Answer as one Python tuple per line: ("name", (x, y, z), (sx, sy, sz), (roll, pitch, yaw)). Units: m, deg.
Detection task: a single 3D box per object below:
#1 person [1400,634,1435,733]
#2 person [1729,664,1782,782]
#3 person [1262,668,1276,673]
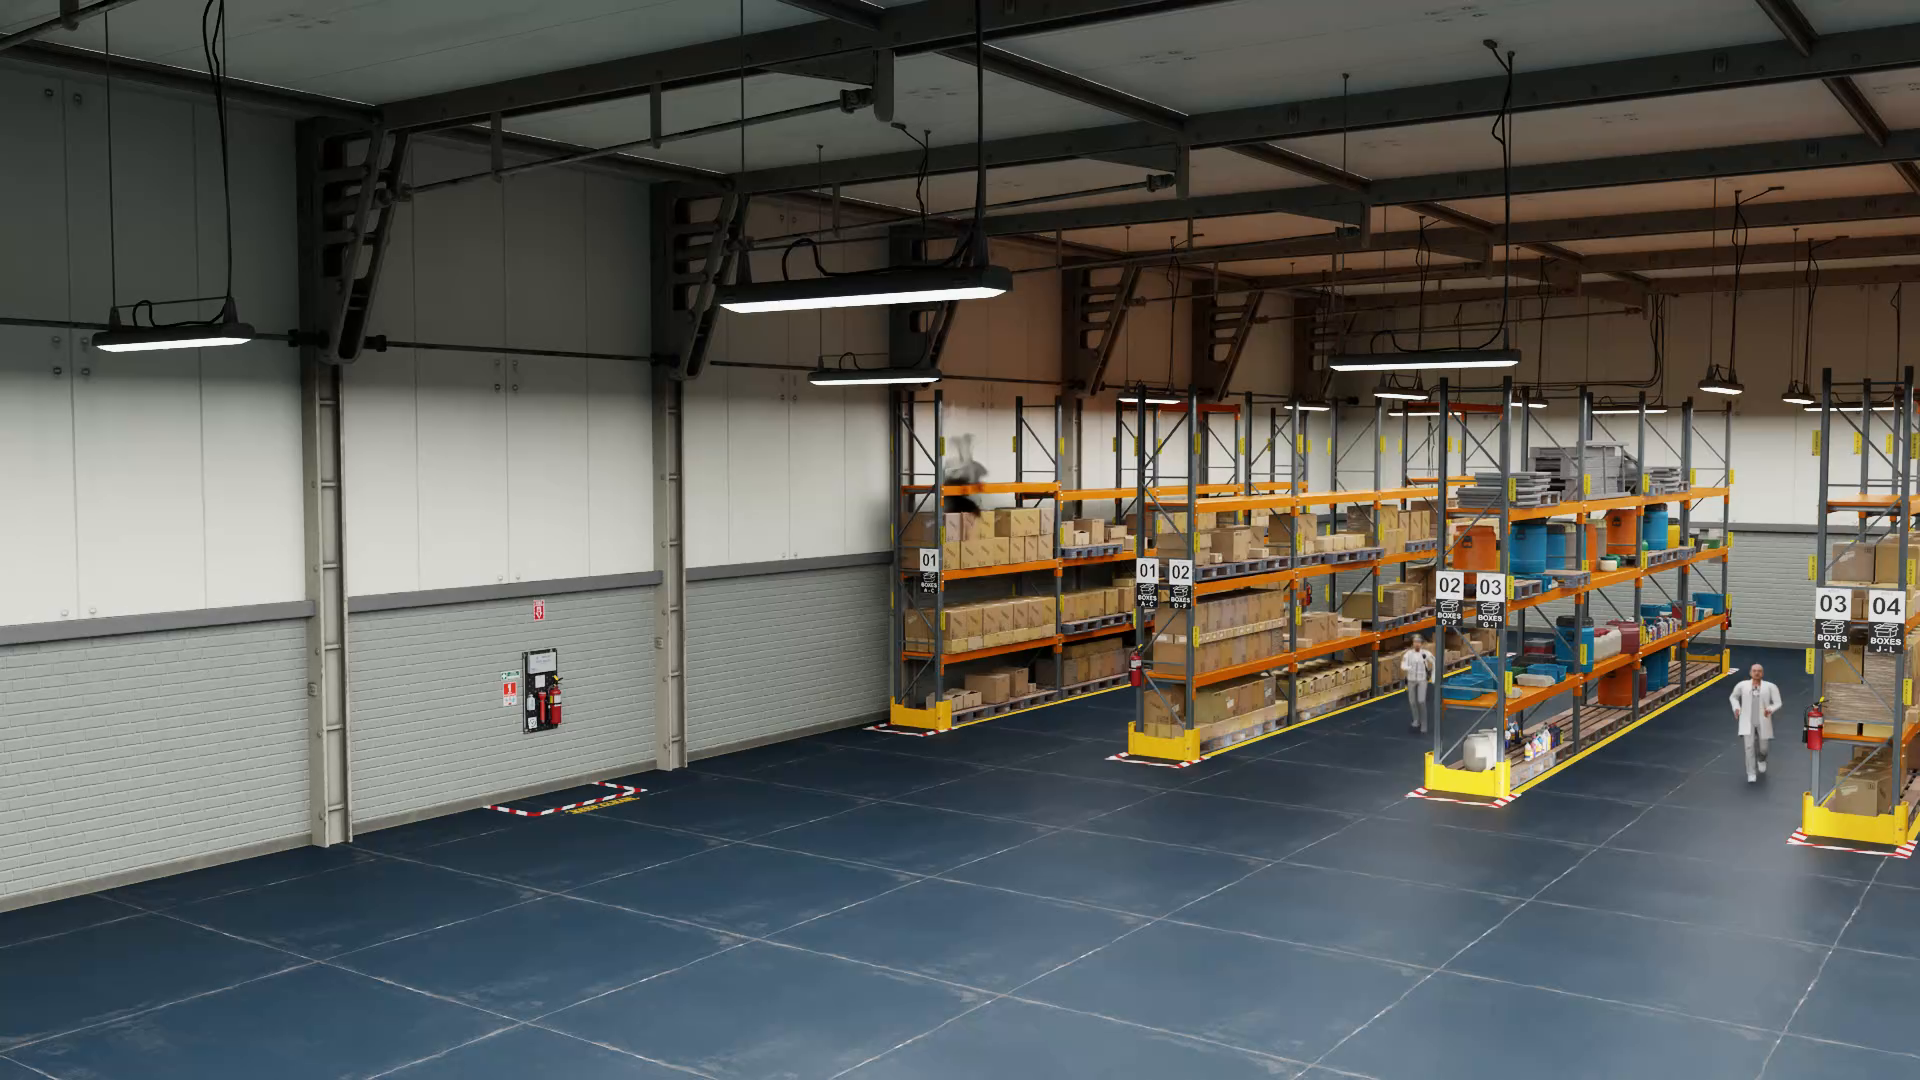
("person", (8.056, 2.525, 29.231), (0.595, 1.732, 0.715), (2, 4, 27))
("person", (11.921, 2.728, 24.943), (0.715, 1.735, 0.826), (2, 4, 27))
("person", (6.253, 2.237, 33.711), (0.674, 1.721, 0.569), (2, 4, 38))
